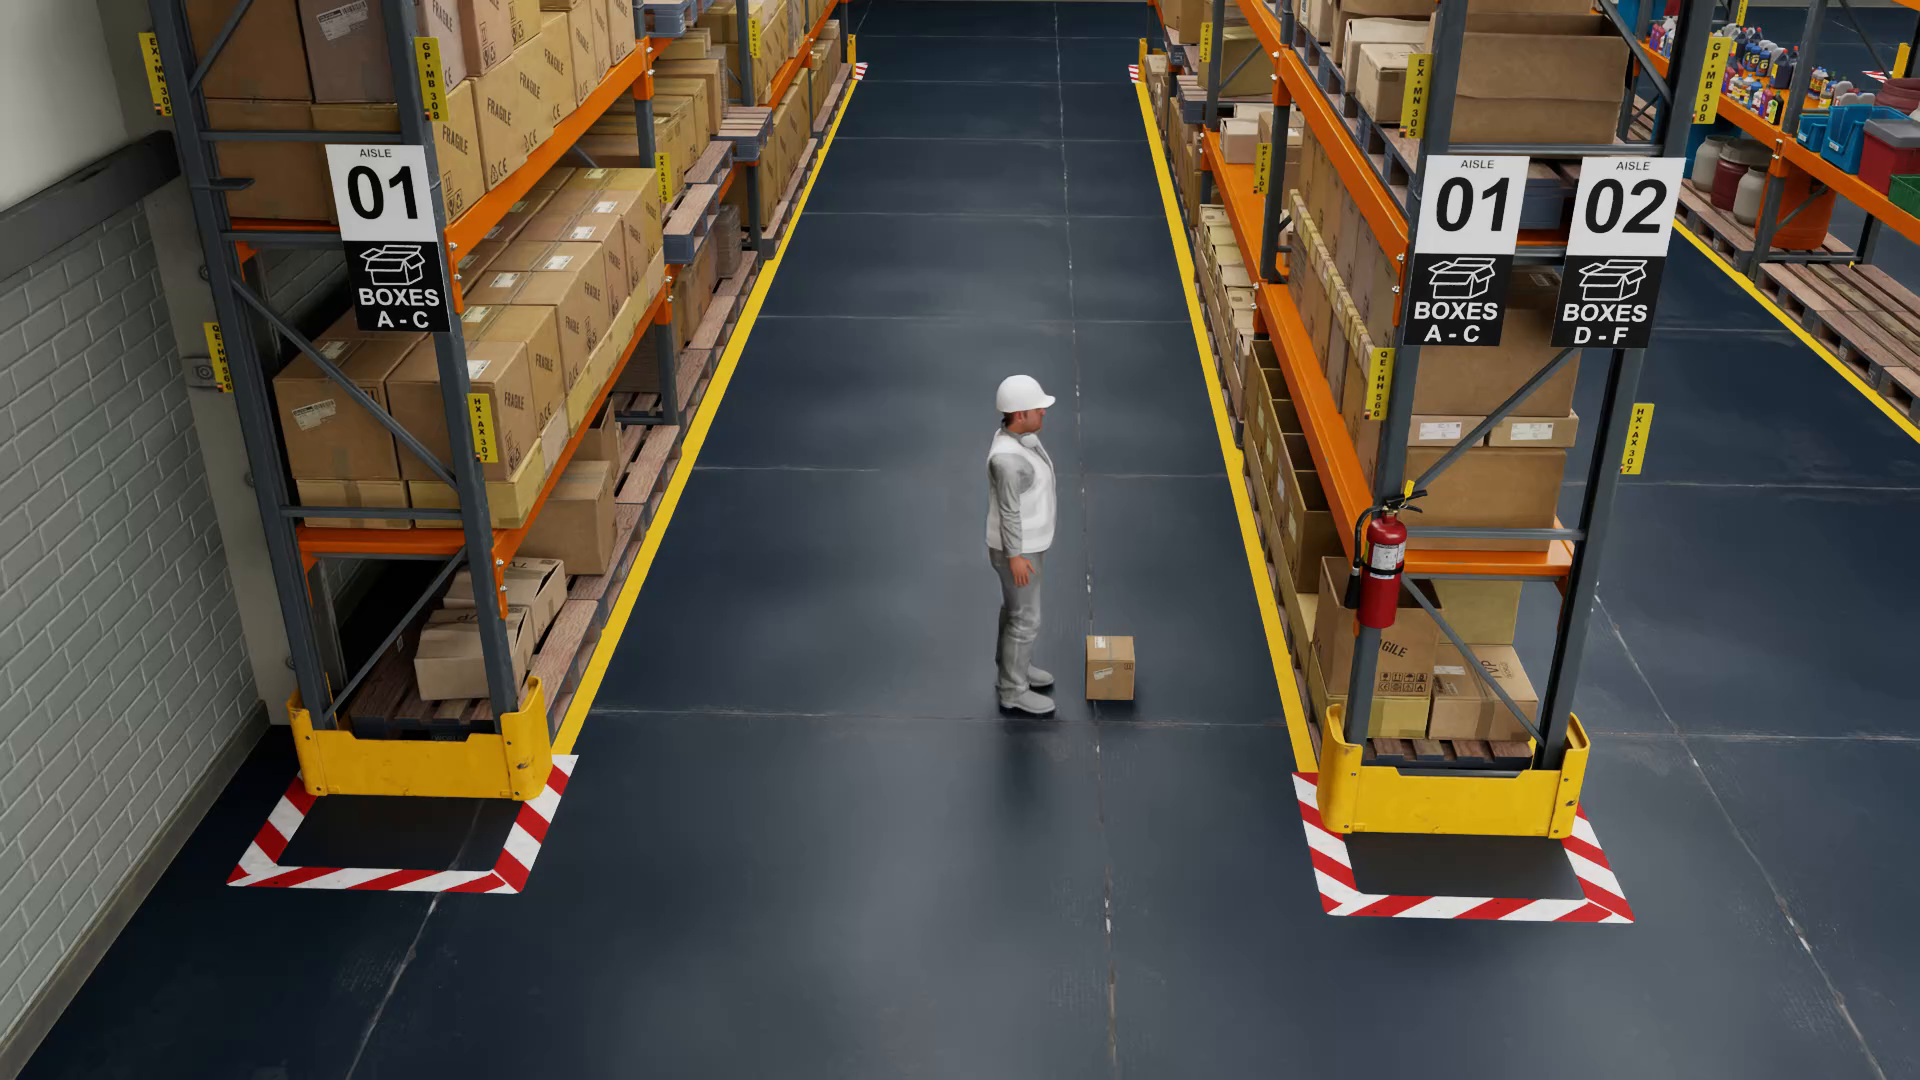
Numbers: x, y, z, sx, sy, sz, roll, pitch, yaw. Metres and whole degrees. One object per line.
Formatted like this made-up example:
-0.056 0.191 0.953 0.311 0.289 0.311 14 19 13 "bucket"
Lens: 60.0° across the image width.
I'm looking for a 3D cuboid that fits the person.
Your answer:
0.334 -0.006 8.586 0.398 1.779 0.576 4 28 7 "person"
